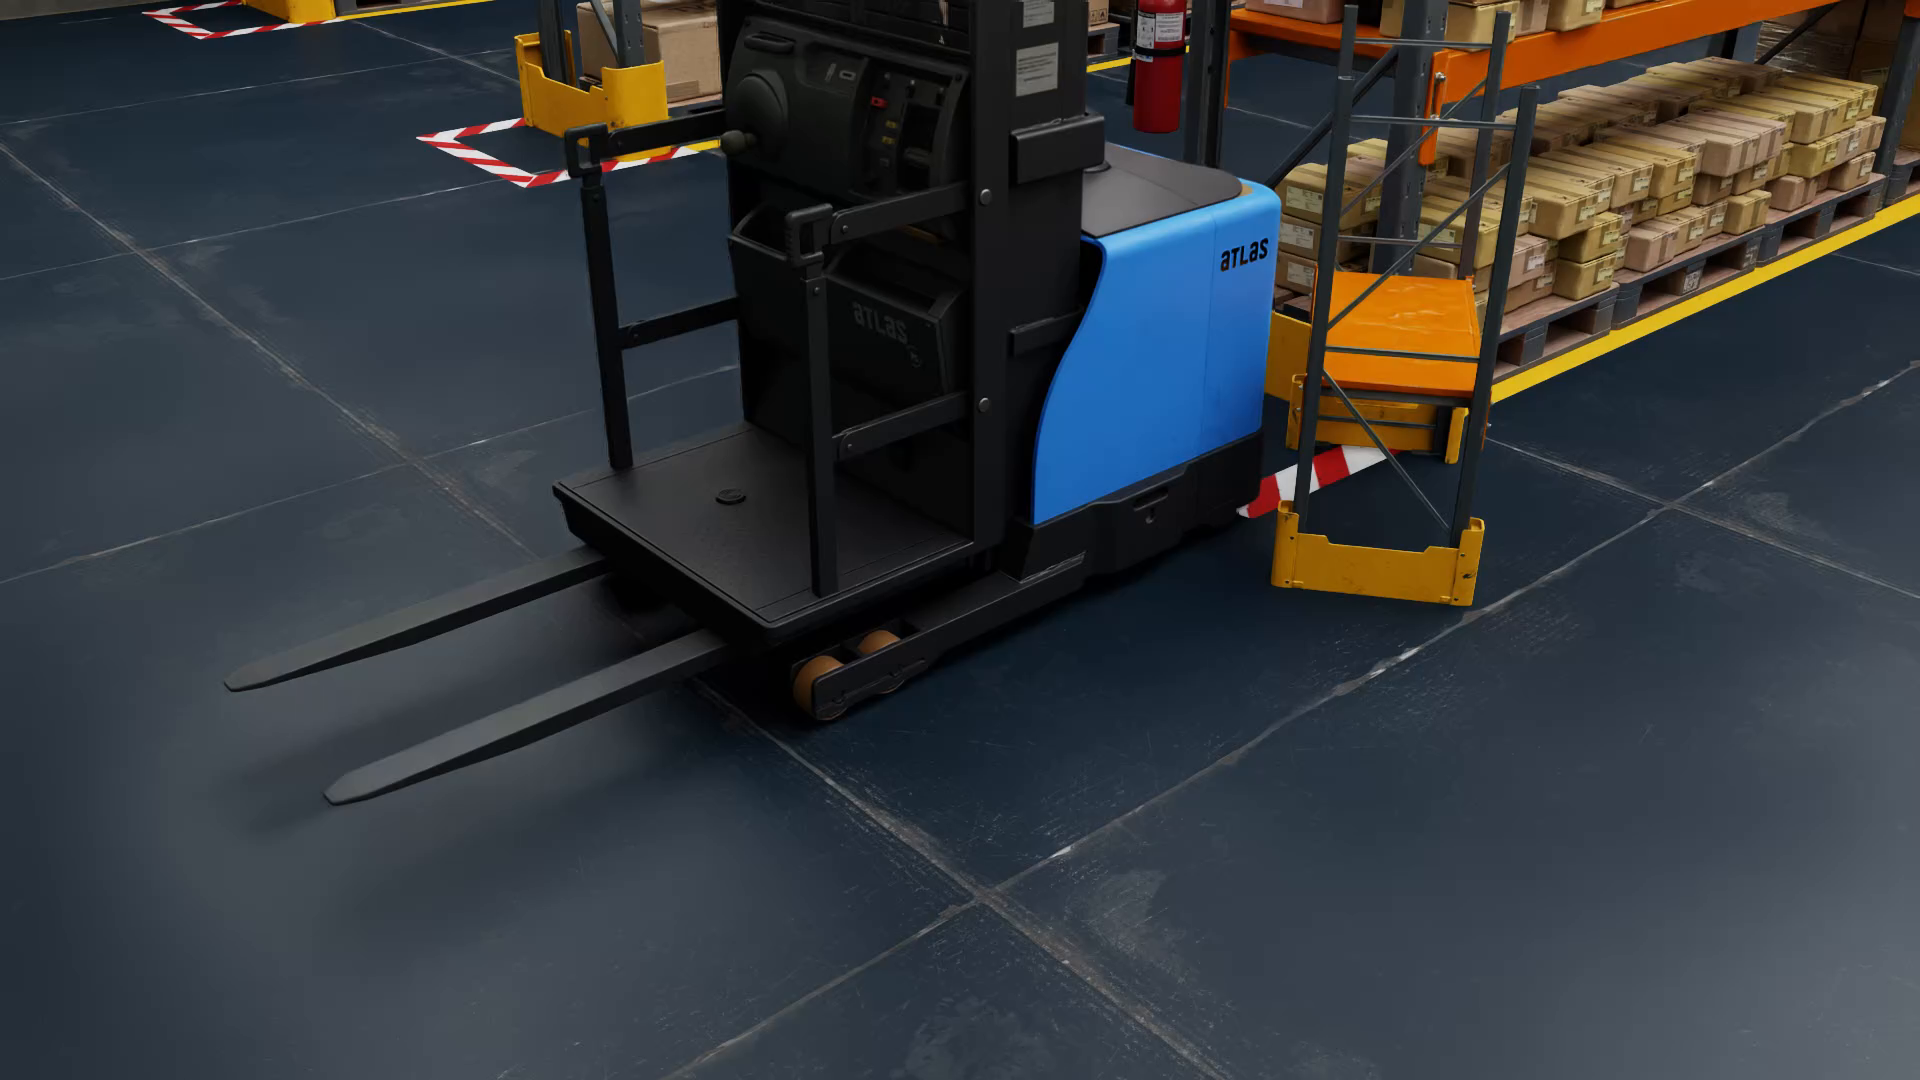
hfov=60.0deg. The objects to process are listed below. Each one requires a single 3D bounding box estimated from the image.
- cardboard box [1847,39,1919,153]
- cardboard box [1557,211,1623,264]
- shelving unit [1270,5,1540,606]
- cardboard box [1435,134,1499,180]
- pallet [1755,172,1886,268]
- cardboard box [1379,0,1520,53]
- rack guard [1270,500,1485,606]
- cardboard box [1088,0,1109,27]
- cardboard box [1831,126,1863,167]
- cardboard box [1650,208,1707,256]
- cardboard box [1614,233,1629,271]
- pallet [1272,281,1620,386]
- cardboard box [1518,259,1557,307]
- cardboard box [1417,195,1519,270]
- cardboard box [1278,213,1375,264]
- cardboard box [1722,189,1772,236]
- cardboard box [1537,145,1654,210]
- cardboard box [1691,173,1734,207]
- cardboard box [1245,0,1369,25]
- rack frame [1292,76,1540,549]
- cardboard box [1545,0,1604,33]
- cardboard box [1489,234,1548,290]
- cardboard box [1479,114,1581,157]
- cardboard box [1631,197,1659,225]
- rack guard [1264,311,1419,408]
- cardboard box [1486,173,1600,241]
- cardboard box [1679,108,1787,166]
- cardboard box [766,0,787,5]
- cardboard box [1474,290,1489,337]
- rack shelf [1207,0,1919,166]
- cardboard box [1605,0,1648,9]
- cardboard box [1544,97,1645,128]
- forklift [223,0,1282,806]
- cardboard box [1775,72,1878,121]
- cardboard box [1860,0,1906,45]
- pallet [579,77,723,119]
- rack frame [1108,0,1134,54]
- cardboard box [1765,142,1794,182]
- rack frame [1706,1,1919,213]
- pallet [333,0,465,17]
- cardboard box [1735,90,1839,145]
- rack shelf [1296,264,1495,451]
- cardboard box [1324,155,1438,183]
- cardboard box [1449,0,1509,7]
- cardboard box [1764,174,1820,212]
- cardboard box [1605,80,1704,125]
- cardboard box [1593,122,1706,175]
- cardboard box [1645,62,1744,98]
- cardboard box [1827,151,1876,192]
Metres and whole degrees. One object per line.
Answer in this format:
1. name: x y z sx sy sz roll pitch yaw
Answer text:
1. cardboard box: 4.984 -2.349 8.670 0.500 0.500 0.500 -20 34 -33
2. cardboard box: 2.411 -1.249 6.668 0.250 0.149 0.380 -21 34 -33
3. shelving unit: 1.333 -0.743 5.048 0.587 1.500 1.083 6 29 11
4. cardboard box: 2.026 -1.593 6.995 0.250 0.149 0.380 -24 36 -37
5. pallet: 3.761 -1.688 8.184 1.213 0.211 1.003 -22 35 -35
6. cardboard box: 1.666 -1.783 5.670 0.250 0.149 0.380 -22 35 -35
7. rack guard: 1.226 0.038 4.914 0.587 0.250 0.087 6 29 11
8. cardboard box: 0.412 -3.781 11.416 0.875 0.438 0.875 -22 35 -36
9. cardboard box: 4.018 -1.897 7.881 0.250 0.149 0.380 -24 36 -37
10. cardboard box: 2.981 -1.363 7.198 0.250 0.149 0.380 -22 35 -35
11. cardboard box: 2.541 -1.224 6.937 0.250 0.149 0.380 -22 35 -35
12. pallet: 1.905 -0.941 6.787 1.213 0.211 1.003 -22 35 -35
13. cardboard box: 2.143 -1.073 6.655 0.250 0.149 0.380 -21 35 -34
14. cardboard box: 1.825 -1.141 6.150 0.250 0.149 0.380 -24 36 -37
15. cardboard box: 1.423 -1.235 6.642 0.250 0.149 0.380 -23 36 -36
16. cardboard box: 3.385 -1.505 7.462 0.250 0.149 0.380 -22 35 -35
17. cardboard box: 2.584 -1.486 6.797 0.250 0.149 0.380 -20 34 -33
18. cardboard box: 3.173 -1.607 7.339 0.250 0.149 0.380 -24 36 -37
19. cardboard box: 1.271 -2.002 6.081 0.250 0.149 0.380 -22 35 -35
20. rack frame: 1.226 -0.513 4.618 0.500 1.500 0.032 6 29 11
21. cardboard box: 2.072 -1.938 5.961 0.250 0.149 0.380 -23 36 -36
22. cardboard box: 2.016 -1.103 6.394 0.250 0.149 0.380 -22 35 -35
23. cardboard box: 2.466 -1.736 7.263 0.250 0.149 0.380 -23 36 -36
24. cardboard box: 2.731 -1.462 7.067 0.250 0.149 0.380 -20 34 -32
25. rack guard: 1.264 -0.833 6.278 0.348 0.500 1.175 -22 35 -35
26. cardboard box: 2.232 -1.299 6.447 0.250 0.149 0.380 -22 35 -35
27. cardboard box: 3.400 -1.785 7.356 0.250 0.149 0.380 -24 36 -37
28. cardboard box: -0.955 -3.232 10.388 0.875 0.438 0.875 -21 34 -34
29. cardboard box: 1.813 -0.885 6.303 0.250 0.149 0.380 -21 35 -34
30. rack shelf: 2.728 -2.206 6.959 4.000 0.370 1.077 -22 35 -35
31. cardboard box: 2.402 -2.141 6.341 0.250 0.149 0.380 -22 35 -35
32. cardboard box: 2.860 -1.887 7.547 0.250 0.149 0.380 -24 36 -37
33. forklift: -0.470 -1.099 4.196 3.031 2.935 1.130 -22 35 -36
34. cardboard box: 4.148 -2.124 7.989 0.250 0.149 0.380 -21 34 -34
35. cardboard box: 4.983 -2.680 8.494 0.500 0.250 0.500 -24 36 -37
36. pallet: -1.526 -2.699 10.076 1.213 0.211 1.003 -22 35 -35
37. rack frame: 0.960 -4.880 11.198 0.127 3.000 1.000 -22 35 -35
38. cardboard box: 3.571 -1.767 7.638 0.250 0.149 0.380 -22 35 -34
39. rack frame: 4.249 -3.136 7.935 0.127 3.000 1.000 -22 35 -35
40. pallet: -4.644 -4.472 13.395 1.213 0.211 1.003 -22 35 -35
41. cardboard box: 3.794 -1.953 7.669 0.250 0.149 0.380 -22 35 -35
42. rack shelf: 1.335 -0.588 5.141 0.538 0.185 1.000 6 29 11
43. cardboard box: 1.673 -1.411 6.656 0.250 0.149 0.380 -21 35 -34
44. cardboard box: 1.727 -2.125 5.623 0.500 0.500 0.500 -20 34 -33
45. cardboard box: 3.761 -1.668 7.767 0.250 0.149 0.380 -23 36 -36
46. cardboard box: 3.261 -2.049 7.849 0.250 0.149 0.380 -23 36 -36
47. cardboard box: 2.943 -1.662 7.125 0.250 0.149 0.380 -22 35 -35
48. cardboard box: 3.605 -2.232 8.191 0.250 0.149 0.380 -20 34 -33
49. cardboard box: 4.172 -1.821 8.055 0.250 0.149 0.380 -21 35 -34
